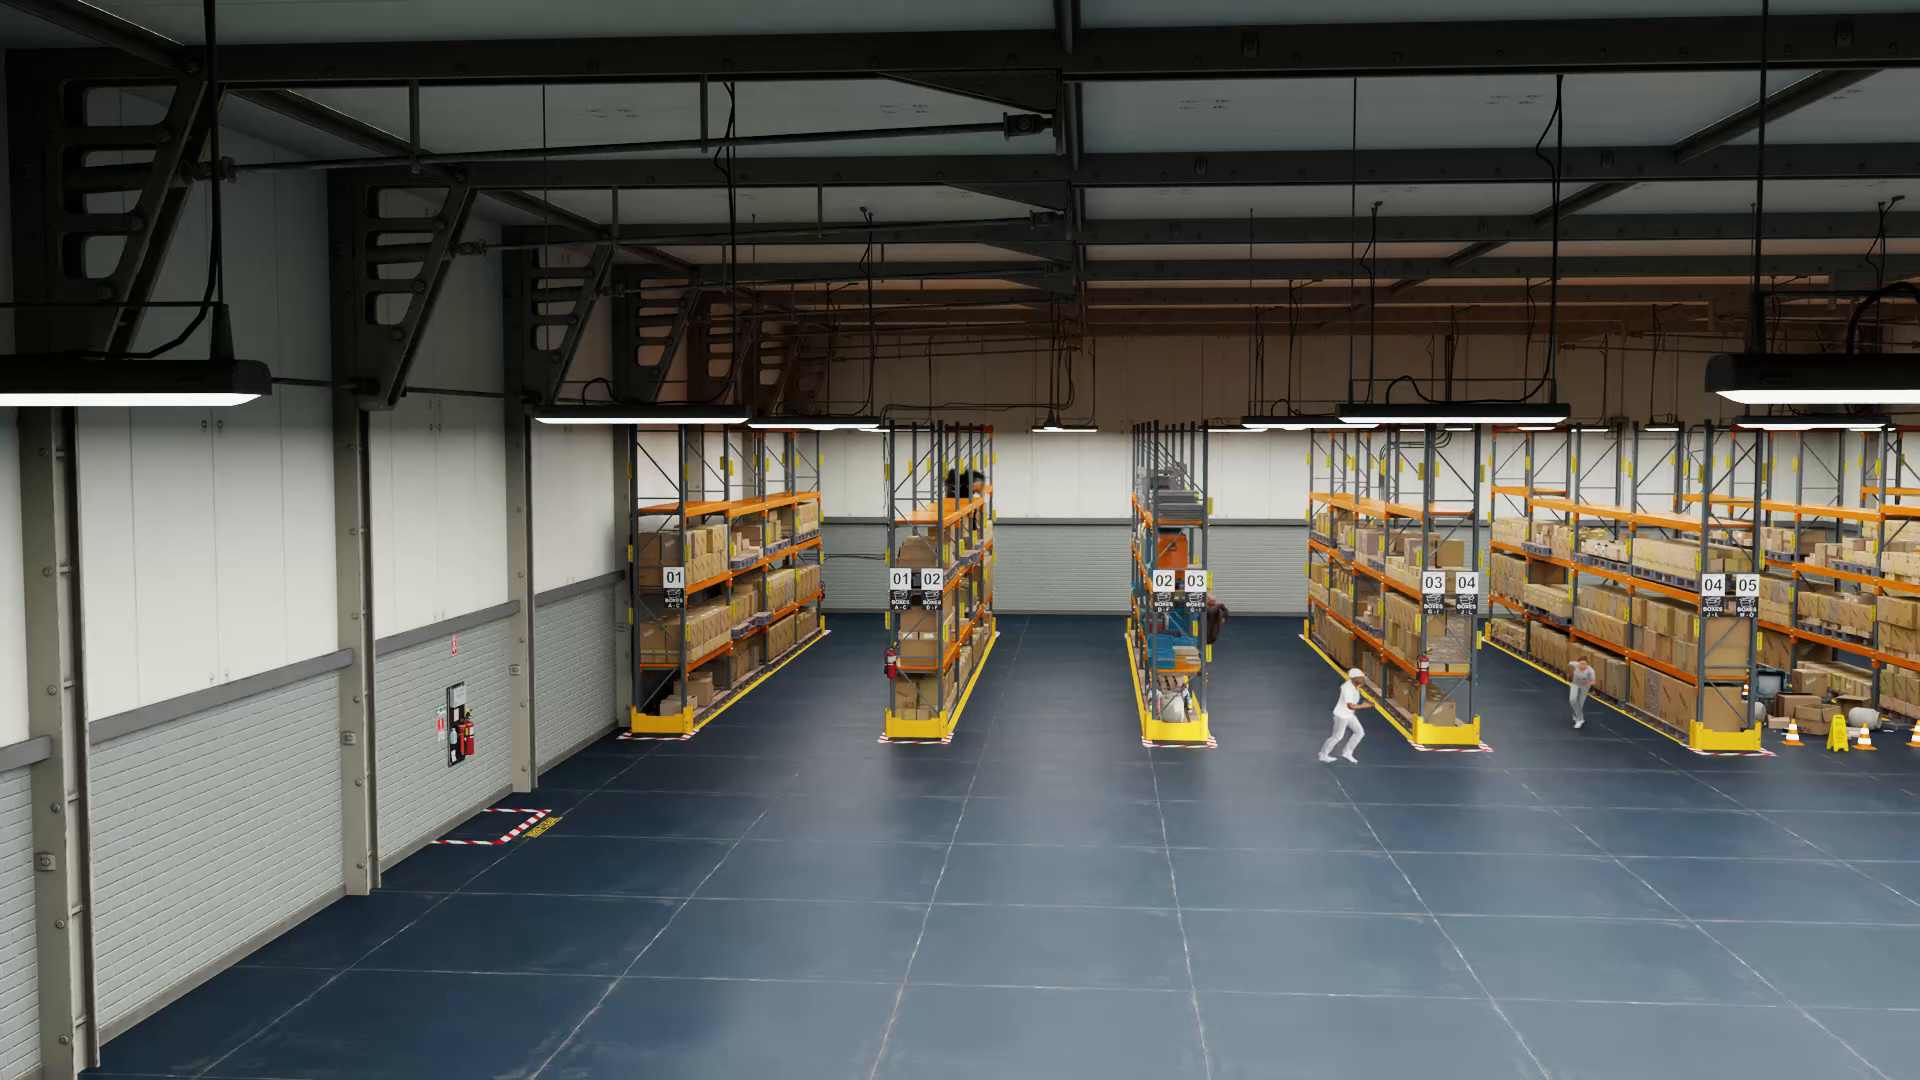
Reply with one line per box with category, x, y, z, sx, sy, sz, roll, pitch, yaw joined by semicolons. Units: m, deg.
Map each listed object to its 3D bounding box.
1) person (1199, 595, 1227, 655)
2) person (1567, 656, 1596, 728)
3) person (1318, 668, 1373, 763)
person;6.527;2.203;42.924;0.730;1.606;0.908;0;4;3
person;12.215;2.942;32.706;0.555;1.450;1.113;1;4;22
person;6.706;3.053;28.829;0.957;1.693;0.720;2;4;28
